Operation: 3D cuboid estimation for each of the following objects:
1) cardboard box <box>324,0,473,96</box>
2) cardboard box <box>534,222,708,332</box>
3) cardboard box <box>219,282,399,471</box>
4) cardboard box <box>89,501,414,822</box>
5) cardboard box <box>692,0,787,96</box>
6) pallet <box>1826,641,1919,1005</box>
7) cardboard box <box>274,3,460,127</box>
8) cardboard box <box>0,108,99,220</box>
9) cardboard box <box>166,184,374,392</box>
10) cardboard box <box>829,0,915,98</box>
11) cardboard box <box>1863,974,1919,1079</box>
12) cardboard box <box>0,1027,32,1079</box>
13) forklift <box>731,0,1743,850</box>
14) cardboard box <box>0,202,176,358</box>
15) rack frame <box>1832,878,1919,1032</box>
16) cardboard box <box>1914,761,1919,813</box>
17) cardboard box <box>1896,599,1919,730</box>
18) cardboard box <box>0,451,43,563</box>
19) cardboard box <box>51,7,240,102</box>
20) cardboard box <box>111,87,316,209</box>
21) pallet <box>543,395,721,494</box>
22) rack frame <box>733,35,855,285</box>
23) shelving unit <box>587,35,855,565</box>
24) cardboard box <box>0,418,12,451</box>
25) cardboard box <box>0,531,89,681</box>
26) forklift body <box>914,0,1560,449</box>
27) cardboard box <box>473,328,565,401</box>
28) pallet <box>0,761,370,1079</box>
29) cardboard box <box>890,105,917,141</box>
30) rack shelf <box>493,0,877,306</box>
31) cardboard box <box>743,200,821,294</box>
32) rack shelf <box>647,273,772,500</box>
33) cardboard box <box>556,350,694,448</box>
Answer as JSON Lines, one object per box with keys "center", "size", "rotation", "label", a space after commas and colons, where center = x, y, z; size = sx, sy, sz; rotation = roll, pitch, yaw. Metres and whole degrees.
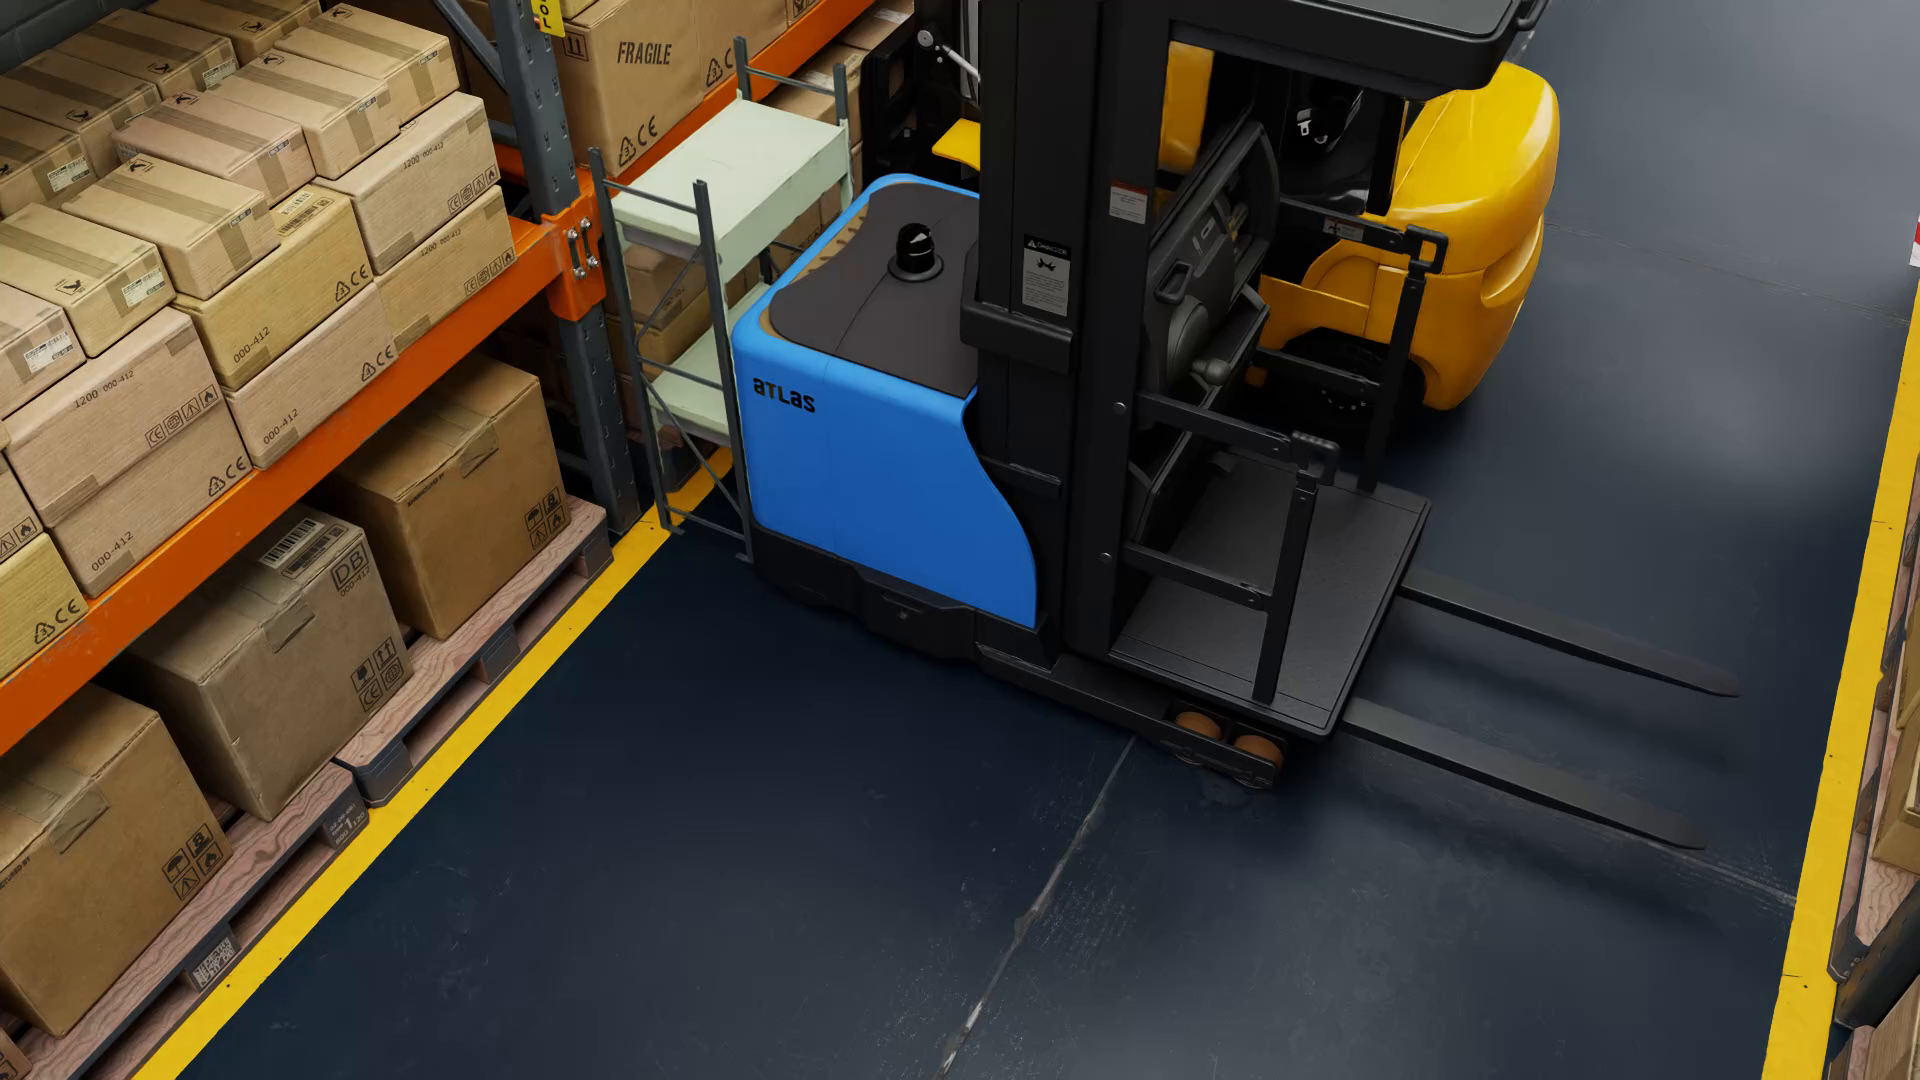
{"center": [-1.614, -1.673, 5.224], "size": [0.500, 0.500, 0.500], "rotation": [20, 49, 19], "label": "cardboard box"}
{"center": [-1.081, -0.999, 5.564], "size": [0.500, 0.250, 0.500], "rotation": [20, 49, 18], "label": "cardboard box"}
{"center": [-1.814, -0.491, 4.231], "size": [0.500, 0.250, 0.500], "rotation": [20, 49, 19], "label": "cardboard box"}
{"center": [-2.183, 0.240, 4.778], "size": [0.875, 0.625, 0.625], "rotation": [20, 49, 19], "label": "cardboard box"}
{"center": [-0.919, -1.828, 5.377], "size": [0.500, 0.500, 0.500], "rotation": [21, 49, 20], "label": "cardboard box"}
{"center": [3.095, 0.916, 4.696], "size": [1.003, 0.211, 1.213], "rotation": [20, 49, 19], "label": "pallet"}
{"center": [-1.545, -1.240, 4.341], "size": [0.380, 0.149, 0.250], "rotation": [22, 49, 20], "label": "cardboard box"}
{"center": [-2.325, -0.902, 4.006], "size": [0.380, 0.149, 0.250], "rotation": [20, 49, 19], "label": "cardboard box"}
{"center": [-1.817, -0.668, 4.056], "size": [0.500, 0.250, 0.500], "rotation": [19, 48, 18], "label": "cardboard box"}
{"center": [-0.363, -1.963, 6.517], "size": [0.500, 0.250, 0.500], "rotation": [20, 49, 18], "label": "cardboard box"}
{"center": [2.573, 1.478, 3.732], "size": [0.950, 0.372, 0.625], "rotation": [21, 49, 20], "label": "cardboard box"}
{"center": [-2.842, 1.139, 3.890], "size": [0.875, 0.625, 0.625], "rotation": [22, 49, 20], "label": "cardboard box"}
{"center": [0.861, -0.719, 4.399], "size": [3.031, 2.935, 1.130], "rotation": [20, 49, 19], "label": "forklift"}
{"center": [-1.991, -0.581, 3.689], "size": [0.380, 0.149, 0.250], "rotation": [19, 48, 18], "label": "cardboard box"}
{"center": [2.815, 0.371, 3.275], "size": [1.000, 3.000, 0.127], "rotation": [20, 49, 19], "label": "rack frame"}
{"center": [2.852, 0.465, 4.292], "size": [0.500, 0.500, 0.500], "rotation": [20, 49, 19], "label": "cardboard box"}
{"center": [3.089, 0.390, 4.894], "size": [0.500, 0.250, 0.500], "rotation": [19, 48, 18], "label": "cardboard box"}
{"center": [-2.311, -0.037, 3.431], "size": [0.500, 0.250, 0.500], "rotation": [21, 49, 20], "label": "cardboard box"}
{"center": [-2.108, -1.227, 4.327], "size": [0.380, 0.149, 0.250], "rotation": [19, 48, 18], "label": "cardboard box"}
{"center": [-1.809, -0.935, 4.039], "size": [0.380, 0.149, 0.250], "rotation": [20, 49, 19], "label": "cardboard box"}
{"center": [-1.177, -0.773, 6.365], "size": [1.003, 0.211, 1.213], "rotation": [20, 49, 19], "label": "pallet"}
{"center": [-0.517, -0.971, 5.647], "size": [0.400, 1.500, 0.023], "rotation": [21, 49, 21], "label": "rack frame"}
{"center": [-0.694, -0.744, 5.421], "size": [0.431, 1.500, 0.755], "rotation": [21, 49, 21], "label": "shelving unit"}
{"center": [-2.167, -0.233, 3.345], "size": [0.380, 0.149, 0.250], "rotation": [19, 48, 18], "label": "cardboard box"}
{"center": [-2.305, 0.140, 3.608], "size": [0.500, 0.250, 0.500], "rotation": [22, 49, 20], "label": "cardboard box"}
{"center": [1.009, -1.690, 5.908], "size": [2.313, 2.155, 1.214], "rotation": [20, 49, 19], "label": "forklift body"}
{"center": [-1.537, -0.819, 6.089], "size": [0.500, 0.250, 0.500], "rotation": [21, 49, 19], "label": "cardboard box"}
{"center": [-2.456, 0.963, 4.650], "size": [1.003, 0.211, 1.213], "rotation": [20, 49, 19], "label": "pallet"}
{"center": [-0.375, -1.774, 6.681], "size": [0.500, 0.250, 0.500], "rotation": [20, 49, 19], "label": "cardboard box"}
{"center": [-0.655, -2.273, 6.393], "size": [1.077, 0.370, 4.000], "rotation": [20, 49, 19], "label": "rack shelf"}
{"center": [-0.854, -1.143, 6.057], "size": [0.500, 0.250, 0.500], "rotation": [20, 49, 19], "label": "cardboard box"}
{"center": [-0.689, -0.512, 5.650], "size": [0.431, 0.370, 0.720], "rotation": [21, 49, 21], "label": "rack shelf"}
{"center": [-1.066, -0.642, 5.914], "size": [0.500, 0.250, 0.500], "rotation": [21, 49, 19], "label": "cardboard box"}
